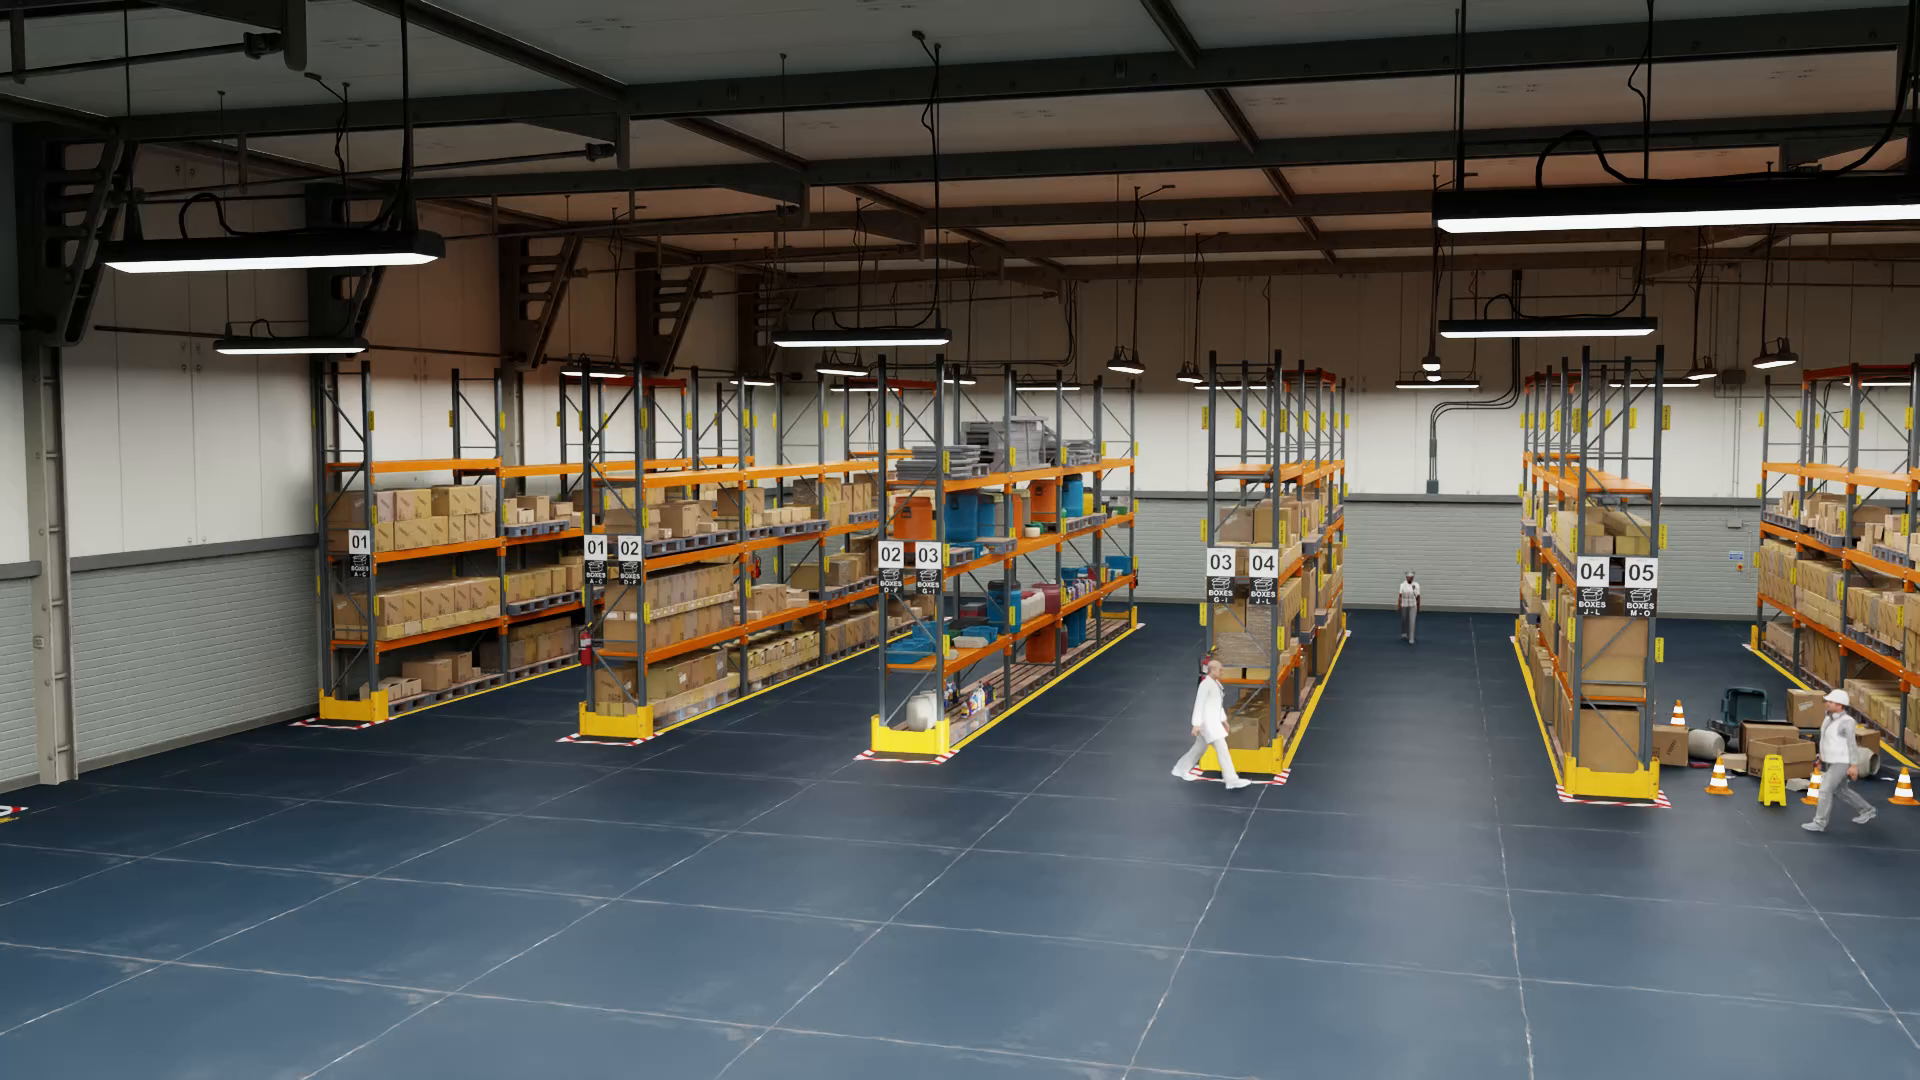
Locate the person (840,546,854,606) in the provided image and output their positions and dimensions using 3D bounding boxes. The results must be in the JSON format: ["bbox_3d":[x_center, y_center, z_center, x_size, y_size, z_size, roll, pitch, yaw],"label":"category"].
[{"bbox_3d":[-3.054,1.019,43.213,0.650,1.724,1.034,1,4,18],"label":"person"}]

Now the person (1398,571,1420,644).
[{"bbox_3d":[10.150,1.485,37.581,0.487,1.620,1.045,1,4,16],"label":"person"}]

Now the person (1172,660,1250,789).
[{"bbox_3d":[3.472,2.569,22.837,1.117,1.601,0.605,1,4,18],"label":"person"}]

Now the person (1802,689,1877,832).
[{"bbox_3d":[10.739,2.682,20.284,0.996,1.737,0.562,0,4,-2],"label":"person"}]
